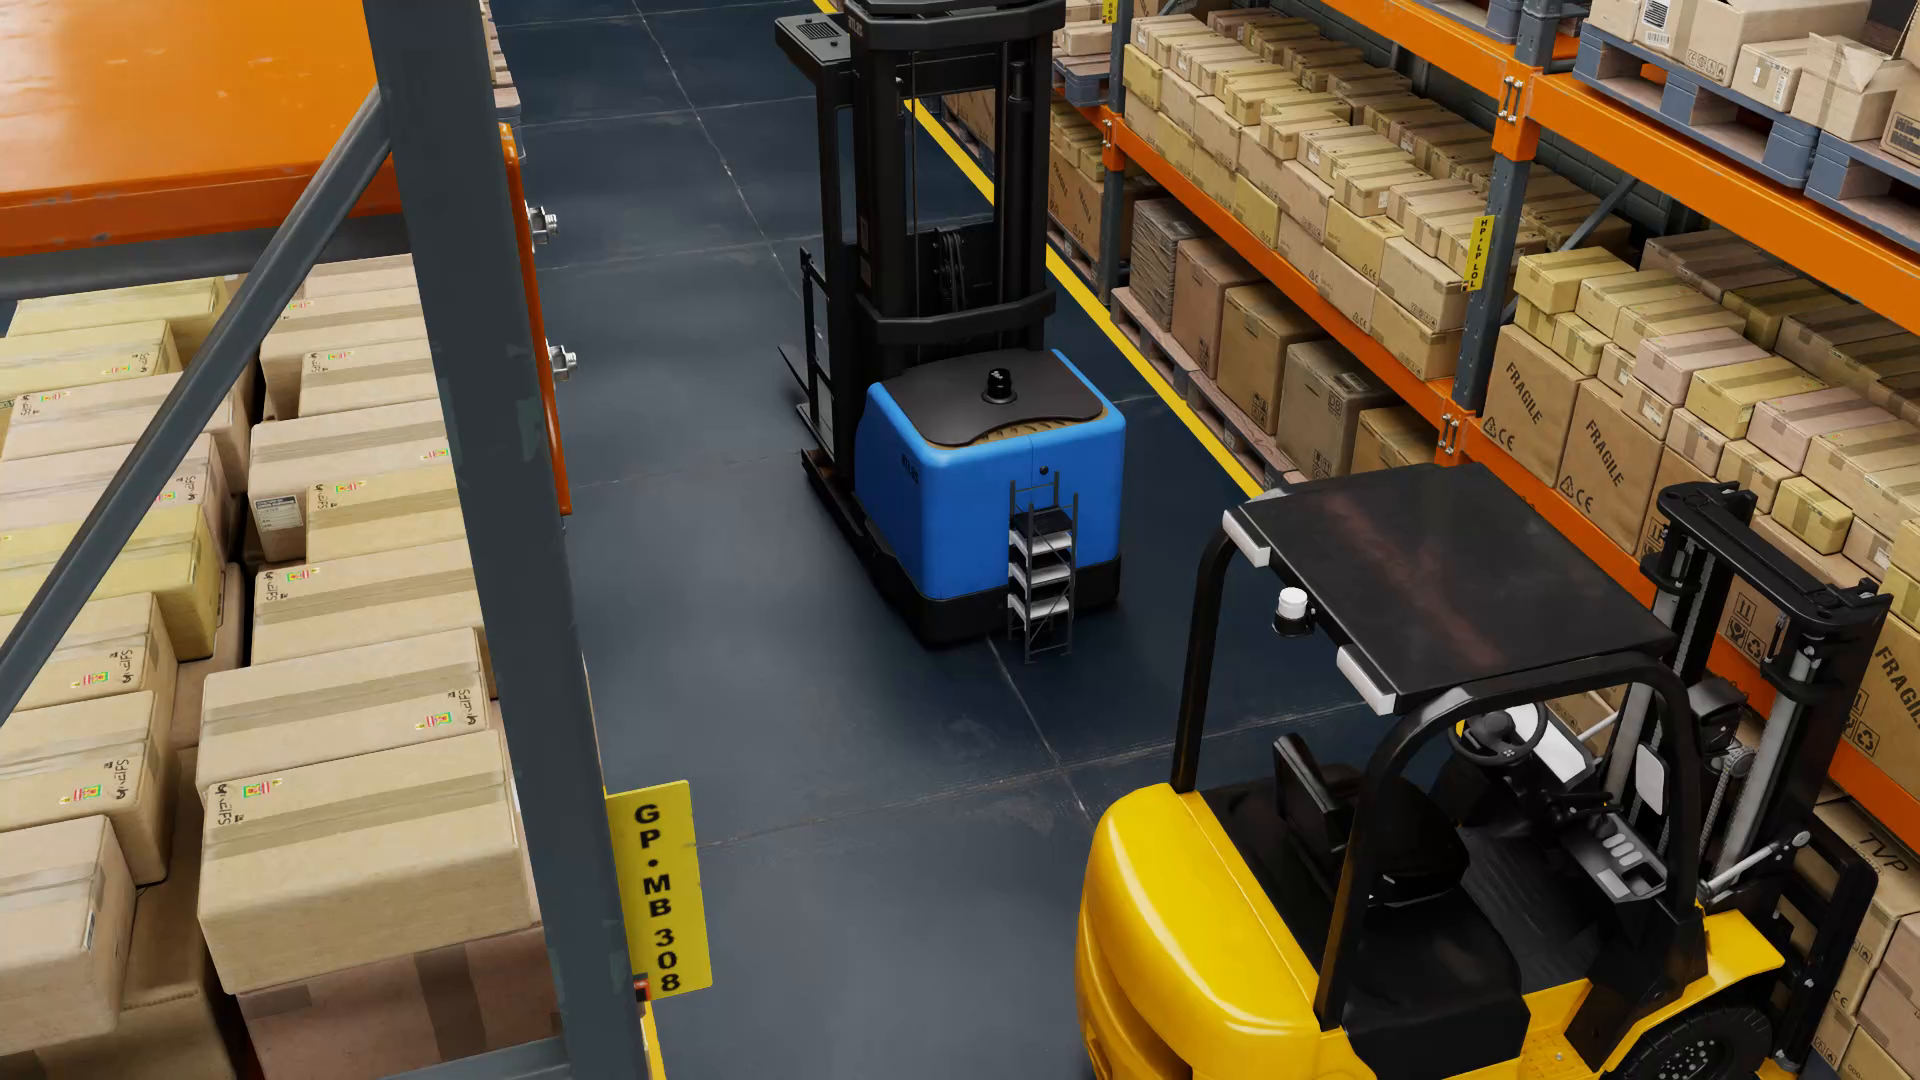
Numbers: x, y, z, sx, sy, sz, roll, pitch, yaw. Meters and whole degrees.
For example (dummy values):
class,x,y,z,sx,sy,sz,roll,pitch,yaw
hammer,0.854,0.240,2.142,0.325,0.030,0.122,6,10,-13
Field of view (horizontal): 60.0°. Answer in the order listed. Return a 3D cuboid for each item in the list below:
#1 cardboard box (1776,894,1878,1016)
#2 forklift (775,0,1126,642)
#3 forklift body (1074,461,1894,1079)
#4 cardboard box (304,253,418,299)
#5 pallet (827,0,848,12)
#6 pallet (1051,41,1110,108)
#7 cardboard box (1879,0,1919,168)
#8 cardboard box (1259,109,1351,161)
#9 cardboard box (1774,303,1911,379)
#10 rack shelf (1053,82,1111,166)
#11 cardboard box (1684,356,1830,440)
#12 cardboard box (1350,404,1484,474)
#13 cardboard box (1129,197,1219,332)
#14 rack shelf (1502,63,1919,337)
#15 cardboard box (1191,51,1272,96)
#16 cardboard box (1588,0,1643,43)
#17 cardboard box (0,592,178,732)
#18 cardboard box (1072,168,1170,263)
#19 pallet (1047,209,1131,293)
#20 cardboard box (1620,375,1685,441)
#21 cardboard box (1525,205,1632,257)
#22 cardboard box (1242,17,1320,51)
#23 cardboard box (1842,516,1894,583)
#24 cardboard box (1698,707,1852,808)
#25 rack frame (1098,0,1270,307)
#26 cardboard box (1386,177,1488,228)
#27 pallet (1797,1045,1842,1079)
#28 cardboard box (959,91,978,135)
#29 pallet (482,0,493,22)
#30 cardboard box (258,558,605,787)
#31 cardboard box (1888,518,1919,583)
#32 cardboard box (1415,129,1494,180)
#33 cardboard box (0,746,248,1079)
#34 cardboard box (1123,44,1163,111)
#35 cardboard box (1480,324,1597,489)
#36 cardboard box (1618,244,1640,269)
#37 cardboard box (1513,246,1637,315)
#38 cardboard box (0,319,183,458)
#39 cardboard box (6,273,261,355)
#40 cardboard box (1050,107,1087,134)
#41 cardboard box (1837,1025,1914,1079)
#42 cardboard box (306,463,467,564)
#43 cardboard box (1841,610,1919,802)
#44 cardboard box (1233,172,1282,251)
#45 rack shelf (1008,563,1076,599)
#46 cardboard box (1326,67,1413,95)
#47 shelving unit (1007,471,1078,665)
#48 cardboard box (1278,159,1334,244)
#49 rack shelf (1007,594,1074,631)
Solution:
class,x,y,z,sx,sy,sz,roll,pitch,yaw
cardboard box,3.097,1.306,5.712,0.500,0.250,0.500,-11,35,-16
forklift,-0.234,-1.543,8.426,1.130,2.935,3.031,-13,35,-18
forklift body,1.548,0.944,5.371,2.313,2.155,1.214,-10,35,-15
cardboard box,-1.214,-0.537,3.625,0.380,0.149,0.250,-10,35,-14
pallet,-0.749,-5.500,16.883,1.003,0.211,1.213,-10,35,-15
pallet,1.150,-3.186,11.025,1.213,0.211,1.003,-10,35,-15
cardboard box,3.138,-1.293,4.699,0.797,0.503,0.637,-9,34,-13
cardboard box,1.755,-2.068,8.480,0.380,0.149,0.250,-11,35,-16
cardboard box,3.295,-0.745,6.208,0.380,0.149,0.250,-11,35,-16
rack shelf,0.814,-3.672,12.238,1.077,0.370,4.000,-10,35,-15
cardboard box,2.796,-0.502,5.840,0.380,0.149,0.250,-11,35,-15
cardboard box,2.474,-0.278,8.223,0.875,0.625,0.625,-8,34,-13
cardboard box,1.601,-1.777,10.491,0.875,0.625,0.625,-9,34,-13
rack shelf,3.254,-0.723,5.055,1.077,0.370,4.000,-10,35,-15
cardboard box,1.518,-2.612,9.302,0.380,0.149,0.250,-10,35,-14
cardboard box,2.491,-1.899,5.938,0.380,0.149,0.250,-9,35,-14
cardboard box,-1.384,0.235,2.457,0.380,0.149,0.250,-10,35,-15
cardboard box,1.090,-2.240,11.306,0.500,0.500,0.500,-9,35,-13
pallet,1.232,-2.157,11.823,1.003,0.211,1.213,-10,35,-15
cardboard box,2.682,-0.513,6.126,0.380,0.149,0.250,-9,35,-14
cardboard box,2.741,-1.355,7.400,0.380,0.149,0.250,-11,35,-16
cardboard box,1.902,-2.979,9.858,0.380,0.149,0.250,-9,35,-13
cardboard box,3.086,0.015,5.327,0.380,0.149,0.250,-10,35,-15
cardboard box,2.954,0.846,5.955,0.500,0.250,0.500,-11,35,-16
rack frame,1.424,-2.922,10.451,1.000,3.000,0.127,-10,35,-15
cardboard box,2.208,-1.546,7.690,0.380,0.149,0.250,-10,35,-15
pallet,3.591,2.047,5.460,1.003,0.211,1.213,-10,35,-15
cardboard box,0.309,-3.585,13.340,0.500,0.500,0.500,-10,35,-15
pallet,-2.488,-2.044,6.572,1.213,0.211,1.003,-10,35,-15
cardboard box,-0.906,0.227,2.831,0.500,0.250,0.500,-11,35,-15
cardboard box,3.069,0.036,5.026,0.380,0.149,0.250,-9,35,-14
cardboard box,2.484,-1.901,8.227,0.380,0.149,0.250,-10,35,-15
cardboard box,-1.275,0.579,2.299,0.500,0.250,0.500,-10,35,-15
cardboard box,1.303,-2.790,9.933,0.500,0.250,0.500,-10,35,-15
cardboard box,2.530,-0.587,6.826,0.500,0.500,0.500,-11,35,-16
cardboard box,2.733,-1.277,7.645,0.500,0.250,0.500,-11,35,-16
cardboard box,2.458,-1.041,6.656,0.380,0.149,0.250,-9,35,-14
cardboard box,-1.746,-0.292,3.254,0.380,0.149,0.250,-9,35,-14
cardboard box,-1.902,-0.487,3.911,0.500,0.250,0.500,-10,35,-14
cardboard box,0.843,-2.972,11.824,0.380,0.149,0.250,-9,35,-13
cardboard box,3.277,1.794,5.427,0.500,0.250,0.500,-10,35,-15
cardboard box,-0.891,-0.001,2.814,0.380,0.149,0.250,-10,35,-15
cardboard box,3.158,0.479,5.213,0.500,0.500,0.500,-11,35,-16
cardboard box,1.795,-1.778,8.857,0.500,0.250,0.500,-9,34,-13
rack shelf,0.379,0.164,7.746,0.258,0.077,0.200,-13,35,-18
cardboard box,2.225,-2.448,9.055,0.380,0.149,0.250,-11,35,-16
shelving unit,0.379,0.136,7.727,0.258,0.900,0.210,-13,35,-18
cardboard box,1.936,-1.721,8.316,0.500,0.250,0.500,-9,35,-14
rack shelf,0.379,0.314,7.845,0.258,0.077,0.200,-13,35,-18
